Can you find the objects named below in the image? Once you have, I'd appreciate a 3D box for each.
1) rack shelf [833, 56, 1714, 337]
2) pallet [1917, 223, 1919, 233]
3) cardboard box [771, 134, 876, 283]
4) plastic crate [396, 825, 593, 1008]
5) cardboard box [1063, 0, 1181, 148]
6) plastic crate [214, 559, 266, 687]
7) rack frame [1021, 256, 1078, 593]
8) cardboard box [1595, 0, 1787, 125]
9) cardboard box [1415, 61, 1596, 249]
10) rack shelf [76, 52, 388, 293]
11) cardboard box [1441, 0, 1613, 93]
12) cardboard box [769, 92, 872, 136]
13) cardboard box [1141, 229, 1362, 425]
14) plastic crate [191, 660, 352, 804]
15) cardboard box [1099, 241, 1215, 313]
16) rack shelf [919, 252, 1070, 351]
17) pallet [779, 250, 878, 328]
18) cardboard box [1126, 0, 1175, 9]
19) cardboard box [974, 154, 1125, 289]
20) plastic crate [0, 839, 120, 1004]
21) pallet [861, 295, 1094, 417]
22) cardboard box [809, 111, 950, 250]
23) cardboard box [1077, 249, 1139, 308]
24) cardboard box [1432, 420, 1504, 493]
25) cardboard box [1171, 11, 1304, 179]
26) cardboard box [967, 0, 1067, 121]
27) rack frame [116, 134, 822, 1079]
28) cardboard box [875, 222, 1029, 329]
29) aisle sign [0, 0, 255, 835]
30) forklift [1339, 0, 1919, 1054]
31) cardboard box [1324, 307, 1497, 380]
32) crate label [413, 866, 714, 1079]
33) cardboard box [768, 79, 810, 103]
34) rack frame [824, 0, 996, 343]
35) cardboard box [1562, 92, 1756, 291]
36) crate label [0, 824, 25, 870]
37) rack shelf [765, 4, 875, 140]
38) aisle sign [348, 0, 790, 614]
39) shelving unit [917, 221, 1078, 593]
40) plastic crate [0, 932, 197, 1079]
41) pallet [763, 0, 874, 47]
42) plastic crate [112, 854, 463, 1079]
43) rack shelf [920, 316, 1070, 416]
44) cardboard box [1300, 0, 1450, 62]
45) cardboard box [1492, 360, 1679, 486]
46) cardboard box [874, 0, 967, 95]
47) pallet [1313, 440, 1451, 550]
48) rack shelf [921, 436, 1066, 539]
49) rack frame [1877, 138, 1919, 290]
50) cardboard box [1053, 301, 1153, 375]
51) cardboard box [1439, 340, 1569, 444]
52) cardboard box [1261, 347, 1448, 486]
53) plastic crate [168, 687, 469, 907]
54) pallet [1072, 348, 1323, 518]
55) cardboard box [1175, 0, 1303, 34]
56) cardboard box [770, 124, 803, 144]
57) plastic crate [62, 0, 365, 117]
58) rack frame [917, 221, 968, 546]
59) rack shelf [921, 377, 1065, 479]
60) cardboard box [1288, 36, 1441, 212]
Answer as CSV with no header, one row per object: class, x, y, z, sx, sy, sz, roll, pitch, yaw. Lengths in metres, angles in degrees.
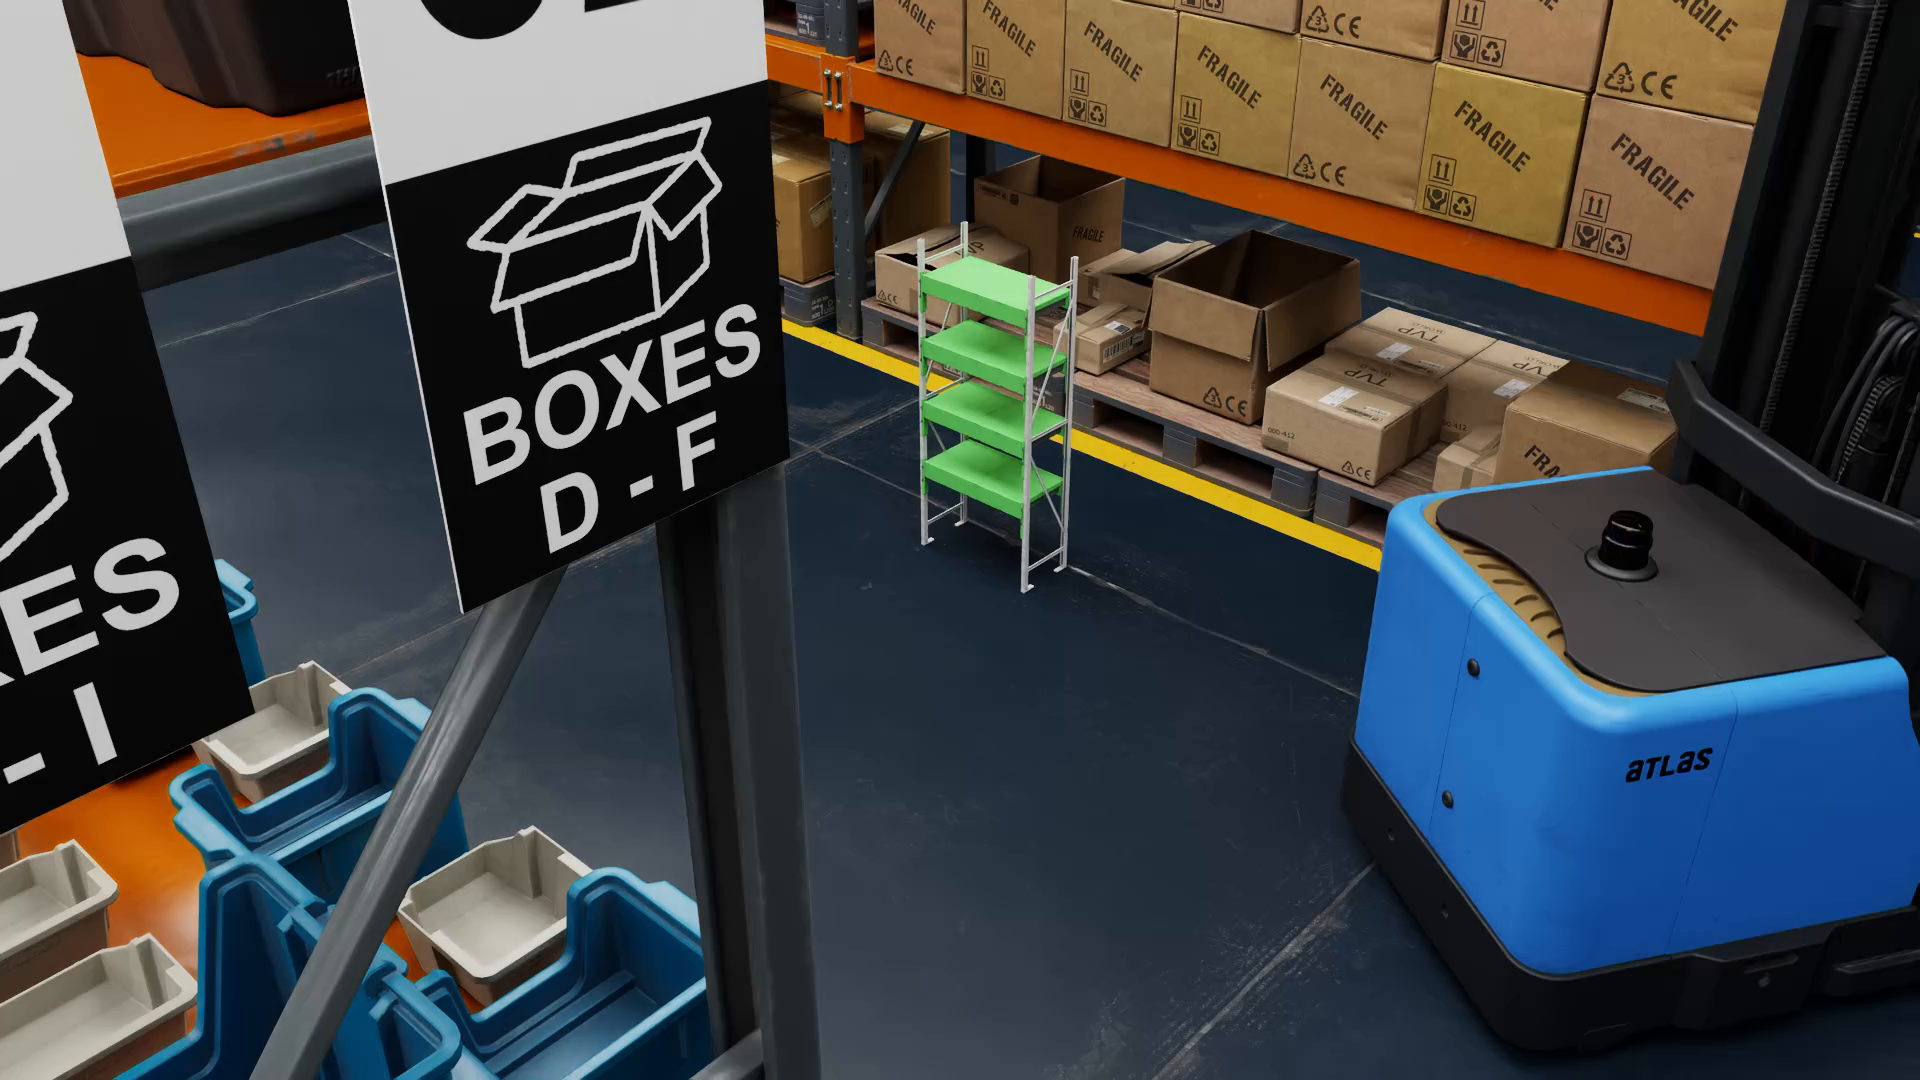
rack shelf,1.281,-1.422,6.401,4.000,0.370,1.077,25,39,35
pallet,5.440,-1.986,9.344,1.213,0.211,1.003,25,39,35
cardboard box,-0.760,-1.601,7.998,0.500,0.500,0.500,25,39,35
plastic crate,-0.707,0.588,2.562,0.298,0.136,0.250,25,39,35
cardboard box,0.745,-1.835,6.292,0.500,0.500,0.500,25,39,35
plastic crate,-1.501,0.234,3.057,0.300,0.233,0.416,25,39,35
rack frame,0.304,-0.372,5.705,0.015,1.200,0.240,25,39,35
cardboard box,2.250,-1.558,4.863,0.500,0.500,0.500,25,39,35
cardboard box,1.863,-1.310,5.421,0.500,0.500,0.500,25,39,35
rack shelf,-2.045,-0.814,2.483,4.000,0.370,1.077,25,39,35
cardboard box,1.875,-1.733,5.153,0.500,0.500,0.500,26,40,36
cardboard box,-0.800,-1.981,8.629,0.500,0.500,0.500,26,39,36
cardboard box,1.195,-0.893,6.819,0.637,0.503,0.797,25,39,35
plastic crate,-1.210,0.353,2.952,0.298,0.136,0.250,25,39,35
cardboard box,0.967,-1.111,7.367,0.500,0.311,0.500,25,39,35
rack shelf,0.123,-0.813,5.631,0.480,0.148,0.258,25,39,35
pallet,-0.830,-1.495,8.528,1.213,0.211,1.003,25,39,35
cardboard box,0.723,-2.266,6.040,0.500,0.500,0.500,24,38,34
cardboard box,0.411,-1.451,7.749,0.500,0.500,0.500,25,39,35
plastic crate,-1.494,0.623,2.504,0.243,0.136,0.396,25,39,35
pallet,0.307,-0.989,7.689,1.213,0.211,1.003,25,39,35
cardboard box,-0.397,-1.800,8.329,0.500,0.500,0.500,23,38,33
cardboard box,0.730,-1.194,7.662,0.250,0.149,0.380,25,39,35
cardboard box,1.956,-0.281,6.129,0.250,0.166,0.380,25,39,35
cardboard box,1.123,-1.659,6.001,0.500,0.500,0.500,24,39,34
cardboard box,0.375,-2.009,6.581,0.500,0.500,0.500,26,40,36
rack frame,-0.565,0.856,1.919,0.053,2.616,0.949,25,39,35
cardboard box,-0.035,-1.231,7.567,0.500,0.311,0.500,25,39,35
aisle sign,-0.706,-0.122,1.024,0.004,0.787,0.394,25,39,35
forklift,2.678,-0.392,4.059,3.031,2.935,1.130,-7,32,-12
cardboard box,1.810,-0.691,6.729,0.500,0.250,0.500,25,39,35
crate label,-0.525,0.690,2.300,0.303,0.233,0.416,25,39,35
cardboard box,-1.138,-2.468,8.711,0.500,0.250,0.500,25,39,35
rack frame,-0.202,-2.422,7.365,0.127,3.000,1.000,25,39,35
cardboard box,2.249,-1.132,5.125,0.500,0.500,0.500,26,40,36
crate label,-1.717,0.536,2.648,0.243,0.136,0.396,25,39,35
rack shelf,-1.684,-2.806,8.701,4.000,0.370,1.077,25,39,35
aisle sign,-0.310,-0.347,1.398,0.004,0.787,0.394,25,39,35
shelving unit,0.123,-0.457,5.845,0.503,1.200,0.258,25,39,35
plastic crate,-1.289,0.729,2.328,0.243,0.136,0.396,25,39,35
pallet,-0.721,-2.658,7.944,1.213,0.211,1.003,25,39,35
plastic crate,-0.936,0.770,1.971,0.499,0.435,0.616,25,39,35
rack shelf,0.123,-0.608,5.755,0.480,0.148,0.258,25,39,35
cardboard box,1.487,-1.910,5.448,0.500,0.500,0.500,26,40,36
cardboard box,2.196,-0.249,5.753,0.500,0.500,0.500,25,39,35
cardboard box,-0.006,-2.185,6.873,0.500,0.500,0.500,26,40,36
pallet,2.116,-0.145,6.286,1.213,0.211,1.003,25,39,35
rack shelf,0.123,-0.196,6.002,0.480,0.148,0.258,25,39,35
rack frame,2.764,-1.038,5.066,0.127,3.000,1.000,25,39,35
cardboard box,0.613,-0.873,7.113,0.250,0.166,0.380,25,39,35
cardboard box,2.181,-0.518,6.442,0.500,0.250,0.500,25,39,35
cardboard box,1.512,-0.483,6.383,0.500,0.250,0.500,25,39,35
plastic crate,-1.013,0.462,2.679,0.300,0.233,0.416,25,39,35
pallet,1.216,-0.567,6.988,1.213,0.211,1.003,25,39,35
cardboard box,1.106,-2.088,5.744,0.500,0.500,0.500,26,40,36
cardboard box,-1.121,-1.775,8.288,0.500,0.500,0.500,25,39,35
plastic crate,-0.661,-0.614,1.580,0.590,0.269,0.497,25,39,35
rack frame,-0.058,-0.541,5.986,0.015,1.200,0.240,25,39,35
rack shelf,0.123,-0.402,5.878,0.480,0.148,0.258,25,39,35
cardboard box,1.496,-1.485,5.711,0.500,0.500,0.500,25,39,35
